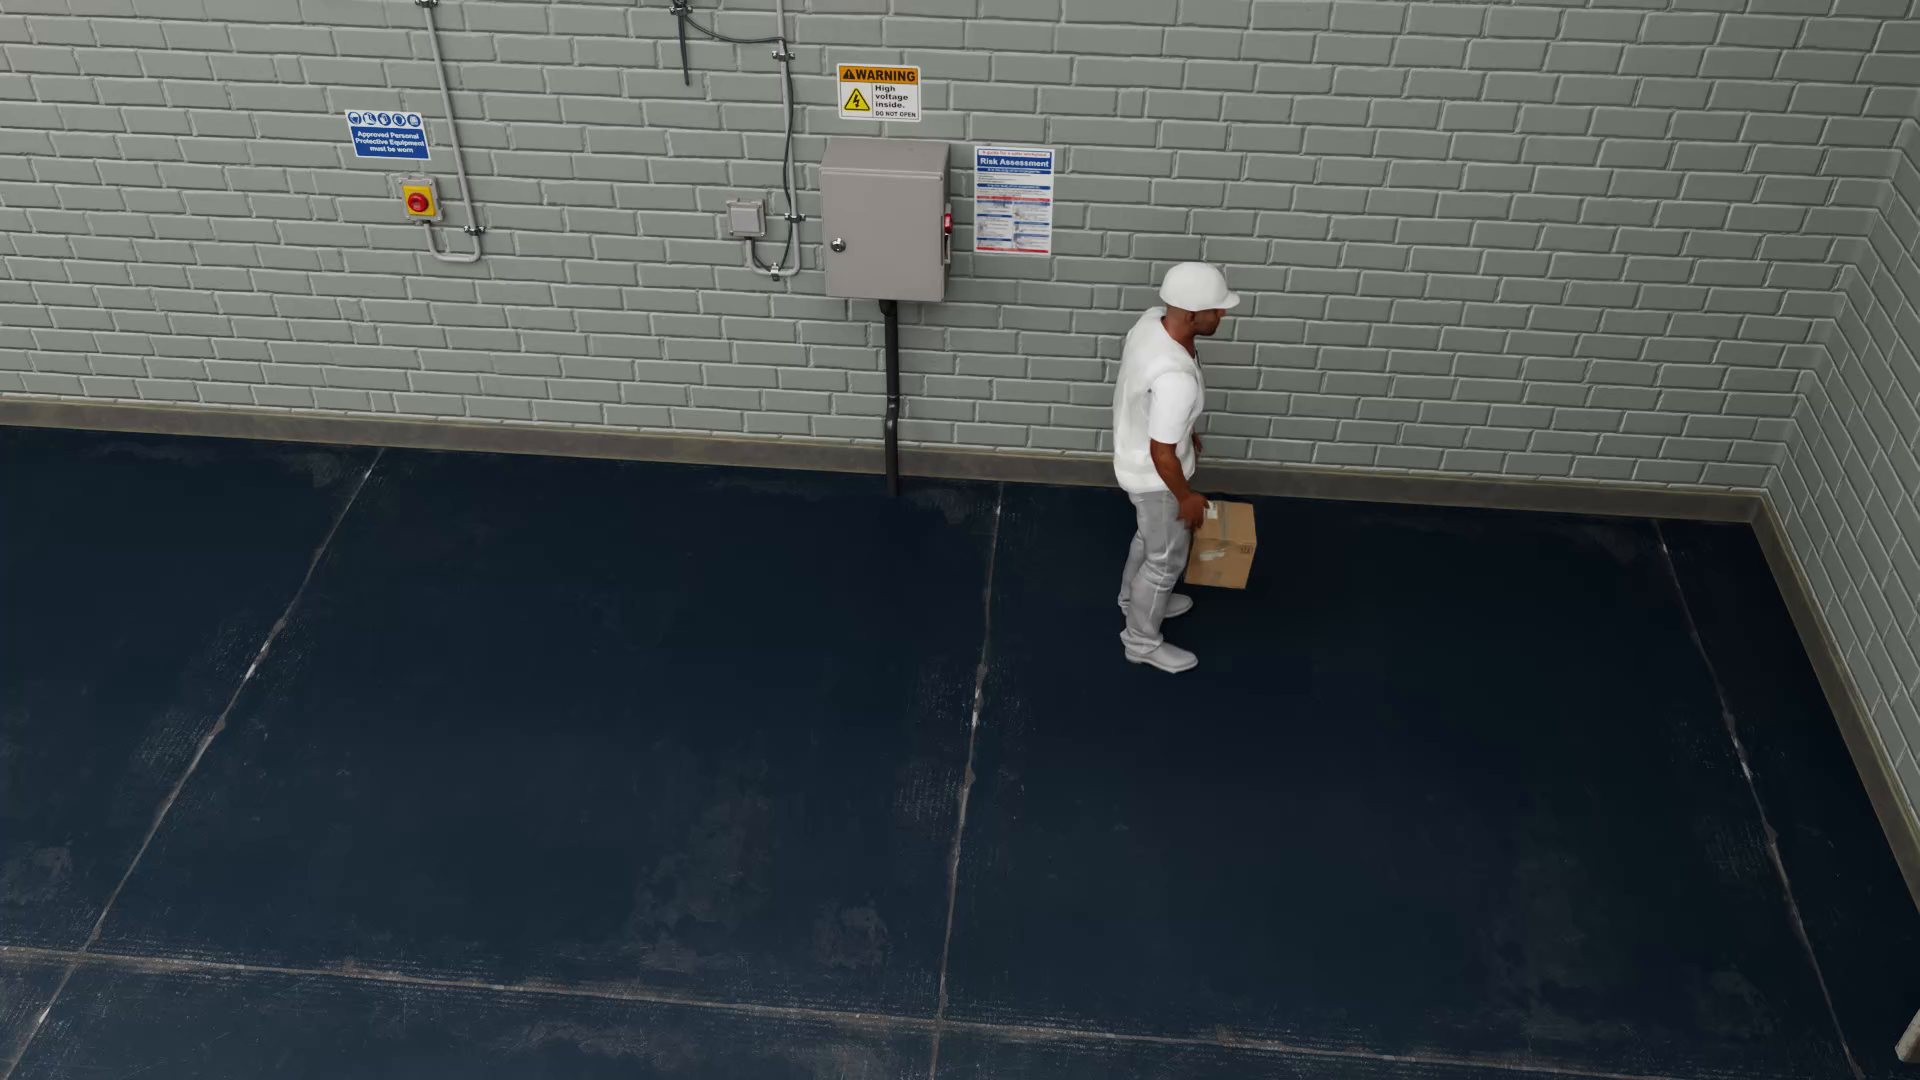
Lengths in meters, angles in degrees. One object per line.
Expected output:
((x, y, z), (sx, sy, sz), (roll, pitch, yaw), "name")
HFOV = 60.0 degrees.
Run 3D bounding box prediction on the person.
((0.798, -0.299, 6.498), (0.430, 1.764, 0.592), (2, 40, 3), "person")
